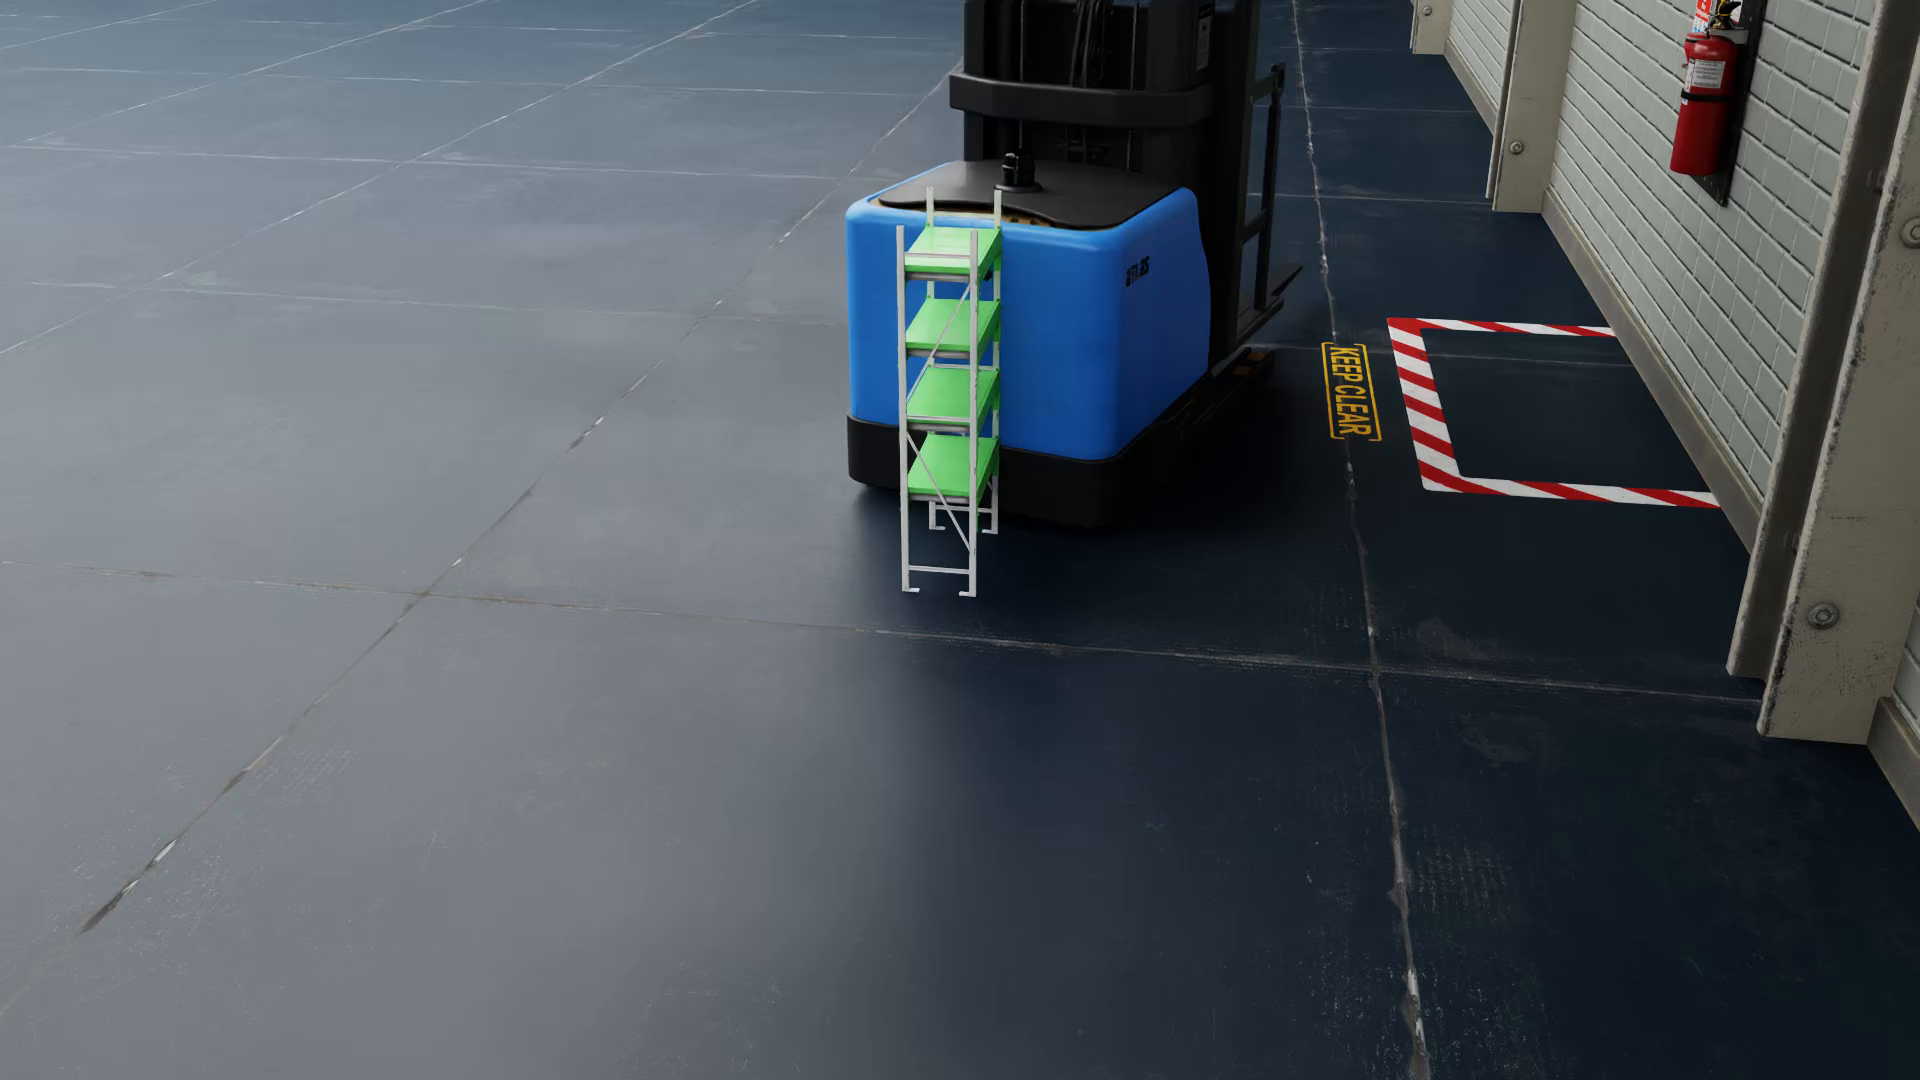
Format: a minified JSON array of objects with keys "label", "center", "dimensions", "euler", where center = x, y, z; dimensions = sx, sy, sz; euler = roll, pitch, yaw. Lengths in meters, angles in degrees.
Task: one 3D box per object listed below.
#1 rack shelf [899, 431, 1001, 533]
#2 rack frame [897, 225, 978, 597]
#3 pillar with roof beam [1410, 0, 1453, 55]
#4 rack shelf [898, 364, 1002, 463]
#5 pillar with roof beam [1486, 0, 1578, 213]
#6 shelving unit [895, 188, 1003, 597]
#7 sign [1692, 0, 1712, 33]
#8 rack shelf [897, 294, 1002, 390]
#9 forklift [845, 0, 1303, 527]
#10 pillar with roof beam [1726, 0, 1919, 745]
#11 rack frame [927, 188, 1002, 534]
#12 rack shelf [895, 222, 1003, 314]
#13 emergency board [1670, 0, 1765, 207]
[{"label":"rack shelf","center":[-0.027,-0.199,5.477],"dimensions":[0.258,0.148,0.480],"euler":[4,25,9]},{"label":"rack frame","center":[-0.067,-0.372,5.130],"dimensions":[0.240,1.200,0.015],"euler":[4,25,9]},{"label":"pillar with roof beam","center":[0.112,-8.924,14.200],"dimensions":[9.100,9.000,0.400],"euler":[4,25,9]},{"label":"rack shelf","center":[-0.027,-0.416,5.375],"dimensions":[0.258,0.148,0.480],"euler":[4,25,9]},{"label":"pillar with roof beam","center":[-0.868,-6.415,8.839],"dimensions":[9.100,9.000,0.400],"euler":[4,25,9]},{"label":"shelving unit","center":[-0.027,-0.474,5.348],"dimensions":[0.258,1.200,0.503],"euler":[4,25,9]},{"label":"sign","center":[3.032,-2.161,6.786],"dimensions":[0.001,0.329,0.234],"euler":[4,25,9]},{"label":"rack shelf","center":[-0.027,-0.634,5.273],"dimensions":[0.258,0.148,0.480],"euler":[4,25,9]},{"label":"forklift","center":[0.696,-1.964,6.489],"dimensions":[1.130,2.935,3.031],"euler":[12,28,24]},{"label":"pillar with roof beam","center":[-1.849,-3.905,3.478],"dimensions":[9.100,9.000,0.400],"euler":[4,25,9]},{"label":"rack frame","center":[0.013,-0.576,5.566],"dimensions":[0.240,1.200,0.015],"euler":[4,25,9]},{"label":"rack shelf","center":[-0.027,-0.851,5.171],"dimensions":[0.258,0.148,0.480],"euler":[4,25,9]},{"label":"emergency board","center":[2.840,-1.921,6.315],"dimensions":[0.194,1.169,0.643],"euler":[4,25,9]}]
